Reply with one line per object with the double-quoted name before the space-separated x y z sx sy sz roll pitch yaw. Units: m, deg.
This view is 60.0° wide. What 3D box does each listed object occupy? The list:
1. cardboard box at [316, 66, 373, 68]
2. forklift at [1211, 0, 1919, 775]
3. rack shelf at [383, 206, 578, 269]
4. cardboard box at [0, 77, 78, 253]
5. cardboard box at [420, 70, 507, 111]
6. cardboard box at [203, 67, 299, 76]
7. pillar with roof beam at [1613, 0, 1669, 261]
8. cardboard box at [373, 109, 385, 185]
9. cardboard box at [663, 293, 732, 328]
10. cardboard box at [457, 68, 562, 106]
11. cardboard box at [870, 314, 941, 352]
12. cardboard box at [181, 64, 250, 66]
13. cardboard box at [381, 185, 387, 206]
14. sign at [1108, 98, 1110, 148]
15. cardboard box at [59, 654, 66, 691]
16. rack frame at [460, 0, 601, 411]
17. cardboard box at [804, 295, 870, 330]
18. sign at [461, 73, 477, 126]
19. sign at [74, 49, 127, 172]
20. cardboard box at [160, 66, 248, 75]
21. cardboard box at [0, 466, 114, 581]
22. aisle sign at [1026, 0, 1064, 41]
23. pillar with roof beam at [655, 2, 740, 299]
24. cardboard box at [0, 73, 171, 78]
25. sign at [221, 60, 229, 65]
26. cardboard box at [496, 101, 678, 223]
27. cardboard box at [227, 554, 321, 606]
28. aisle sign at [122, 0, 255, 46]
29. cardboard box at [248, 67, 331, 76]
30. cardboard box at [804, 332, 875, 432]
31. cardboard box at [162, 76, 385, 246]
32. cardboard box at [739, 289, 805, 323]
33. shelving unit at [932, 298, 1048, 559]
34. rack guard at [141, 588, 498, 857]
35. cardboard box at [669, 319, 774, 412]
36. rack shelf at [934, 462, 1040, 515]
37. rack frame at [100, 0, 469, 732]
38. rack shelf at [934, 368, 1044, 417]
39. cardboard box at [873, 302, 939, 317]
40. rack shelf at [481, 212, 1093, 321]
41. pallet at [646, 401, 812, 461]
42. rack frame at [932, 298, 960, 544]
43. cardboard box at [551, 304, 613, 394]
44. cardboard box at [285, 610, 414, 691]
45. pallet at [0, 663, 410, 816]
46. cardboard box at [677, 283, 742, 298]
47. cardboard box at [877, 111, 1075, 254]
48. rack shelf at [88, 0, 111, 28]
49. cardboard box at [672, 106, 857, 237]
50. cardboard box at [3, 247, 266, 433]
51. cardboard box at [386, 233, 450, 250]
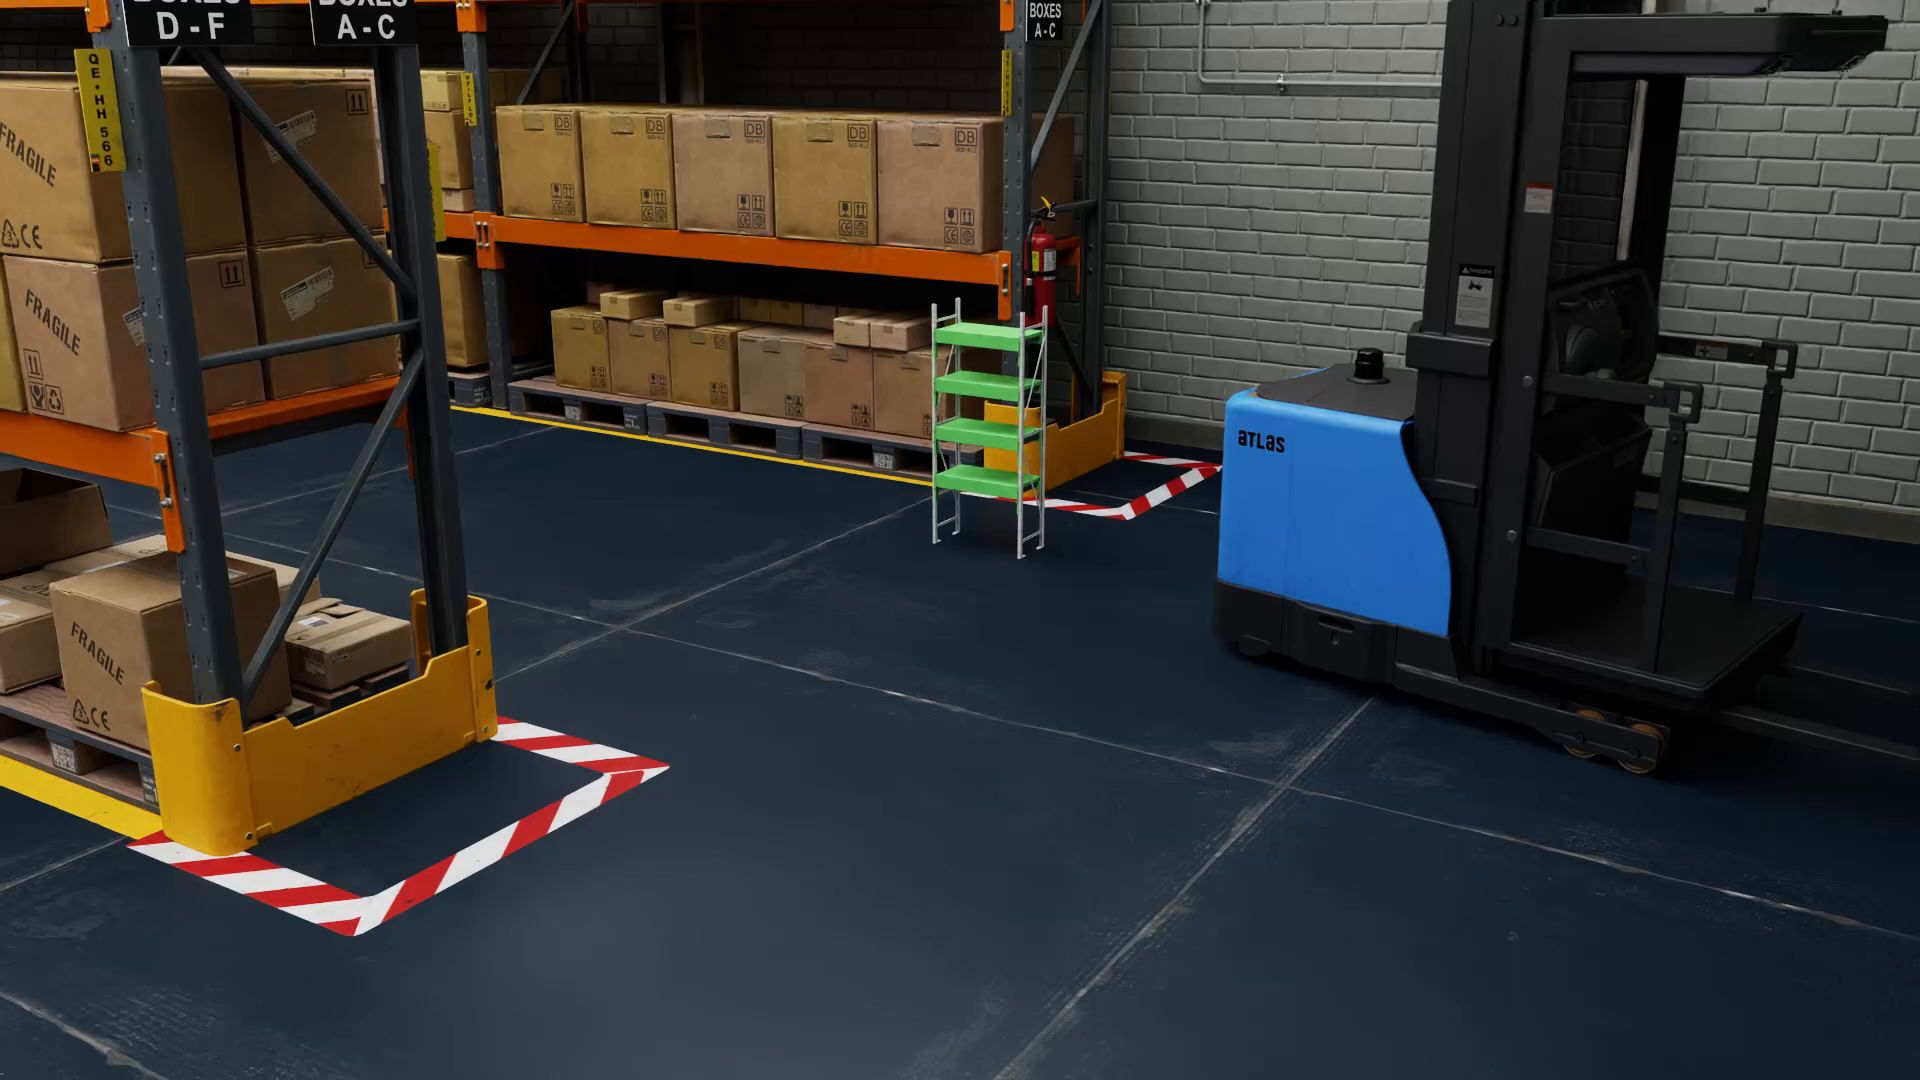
"cardboard box" -4.445 -3.369 12.302 0.500 0.250 0.500 10 19 29
"forklift" 2.474 -0.770 5.872 3.031 2.935 1.130 15 22 40
"rack shelf" -4.572 -2.402 12.366 4.000 0.370 1.077 10 20 30
"cardboard box" -3.003 -1.209 5.308 0.500 0.500 0.500 11 20 32
"cardboard box" -3.400 -3.008 11.116 0.500 0.250 0.500 11 20 31
"cardboard box" -5.138 -3.320 12.140 0.500 0.250 0.500 10 20 30
"pillar with roof beam" 1.041 -3.442 4.229 0.400 9.000 9.100 10 20 30
"cardboard box" -3.833 -2.725 11.473 0.500 0.500 0.500 10 20 31
"cardboard box" -1.643 -1.442 10.429 0.250 0.149 0.380 9 19 28
"cardboard box" -3.124 -3.135 11.533 0.500 0.250 0.500 11 20 32
"cardboard box" -0.313 -1.205 9.650 0.250 0.149 0.380 10 19 29
"cardboard box" -5.754 -3.604 13.078 0.500 0.250 0.500 11 20 32
"cardboard box" -3.985 -2.422 11.590 0.250 0.149 0.380 10 20 30
"sign" 0.836 -2.422 9.569 0.005 0.325 0.100 10 20 30
"cardboard box" -2.939 0.433 5.912 0.250 0.166 0.380 10 20 30
"rack frame" -2.868 -2.442 11.260 0.127 3.000 1.000 10 20 30
"cardboard box" -0.759 -1.415 10.340 0.250 0.149 0.380 10 20 31
"sign" -3.144 -2.822 10.656 0.005 0.325 0.100 10 20 30
"sign" -2.356 -1.177 4.560 0.005 0.325 0.100 10 20 30
"cardboard box" -5.566 -3.395 12.388 0.500 0.250 0.500 10 19 29
"cardboard box" -3.854 0.054 6.582 0.637 0.503 0.797 10 20 30
"aisle sign" 0.445 -2.992 8.599 0.004 0.787 0.394 10 20 30
"pillar with roof beam" -4.072 -4.354 7.233 0.400 9.000 9.100 10 20 30
"cardboard box" -3.162 -1.420 6.004 0.500 0.500 0.500 10 20 31
"sign" -5.989 -3.743 13.549 0.005 0.325 0.100 10 20 30
"cardboard box" -2.414 -2.499 10.932 0.700 0.700 0.980 10 20 31
"cardboard box" -2.790 0.270 6.306 0.500 0.250 0.500 10 20 30
"aisle sign" -2.151 -1.764 4.555 0.004 0.787 0.394 10 20 30
"cardboard box" -4.700 -3.244 11.890 0.500 0.250 0.500 10 19 29
"cardboard box" -0.535 -0.996 10.079 0.500 0.500 0.700 10 20 30
"cardboard box" -2.289 -1.265 5.494 0.500 0.500 0.500 11 20 32
"cardboard box" -1.194 -1.492 10.595 0.250 0.149 0.380 10 19 29
"shelving unit" 0.141 -0.549 8.124 0.503 1.200 0.258 10 20 30
"rack guard" -2.113 0.578 5.618 0.348 0.500 1.175 10 20 30
"cardboard box" -1.422 -1.152 10.591 0.500 0.500 0.700 11 20 31
"rack shelf" 0.141 -0.258 8.212 0.480 0.148 0.258 10 20 30
"rack frame" -2.049 -0.606 5.216 0.127 3.000 1.000 10 20 30
"rack shelf" 0.141 -0.717 8.073 0.480 0.148 0.258 10 20 30
"cardboard box" -0.329 -1.338 10.088 0.250 0.149 0.380 10 20 30
"rack shelf" -1.164 -1.794 10.363 4.000 0.370 1.077 10 20 30
"pallet" -1.217 -0.788 10.611 1.213 0.211 1.003 10 20 30
"rack frame" -0.067 -0.586 8.246 0.015 1.200 0.240 10 20 30
"cardboard box" -2.284 -1.308 11.104 0.500 0.500 0.700 10 20 31
"cardboard box" -2.226 0.398 6.057 0.250 0.149 0.380 10 20 30
"pallet" -2.793 0.595 6.058 1.213 0.211 1.003 10 20 30
"cardboard box" -1.629 -1.570 10.851 0.250 0.149 0.380 9 19 28
"cardboard box" 0.101 -2.052 9.461 0.700 0.700 0.980 11 20 33
"rack shelf" -3.753 -2.002 5.887 4.000 0.370 1.077 10 20 30
"cardboard box" -1.170 -2.279 10.205 0.700 0.700 0.980 9 19 27
"cardboard box" -2.573 -0.655 5.204 0.500 0.500 0.500 11 20 32
"cardboard box" -4.249 -1.816 12.174 0.750 0.750 0.750 11 20 32
